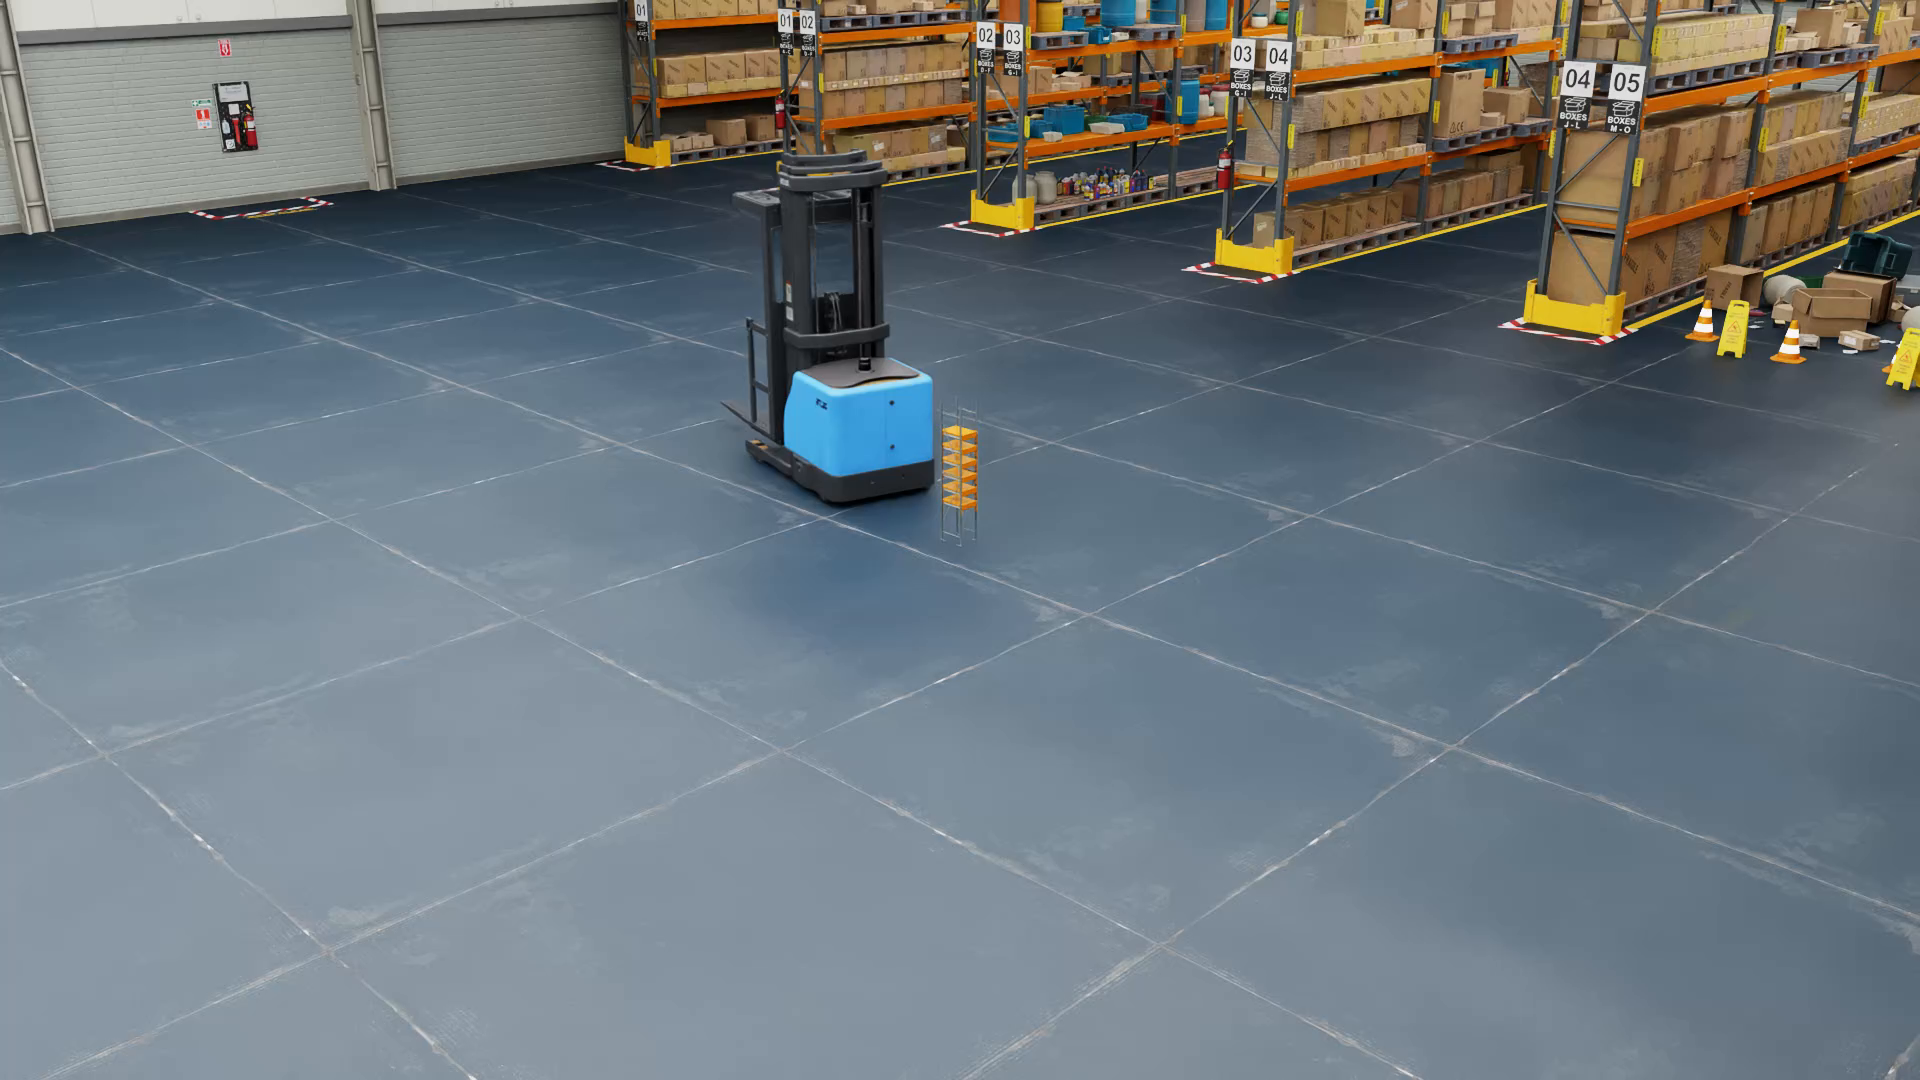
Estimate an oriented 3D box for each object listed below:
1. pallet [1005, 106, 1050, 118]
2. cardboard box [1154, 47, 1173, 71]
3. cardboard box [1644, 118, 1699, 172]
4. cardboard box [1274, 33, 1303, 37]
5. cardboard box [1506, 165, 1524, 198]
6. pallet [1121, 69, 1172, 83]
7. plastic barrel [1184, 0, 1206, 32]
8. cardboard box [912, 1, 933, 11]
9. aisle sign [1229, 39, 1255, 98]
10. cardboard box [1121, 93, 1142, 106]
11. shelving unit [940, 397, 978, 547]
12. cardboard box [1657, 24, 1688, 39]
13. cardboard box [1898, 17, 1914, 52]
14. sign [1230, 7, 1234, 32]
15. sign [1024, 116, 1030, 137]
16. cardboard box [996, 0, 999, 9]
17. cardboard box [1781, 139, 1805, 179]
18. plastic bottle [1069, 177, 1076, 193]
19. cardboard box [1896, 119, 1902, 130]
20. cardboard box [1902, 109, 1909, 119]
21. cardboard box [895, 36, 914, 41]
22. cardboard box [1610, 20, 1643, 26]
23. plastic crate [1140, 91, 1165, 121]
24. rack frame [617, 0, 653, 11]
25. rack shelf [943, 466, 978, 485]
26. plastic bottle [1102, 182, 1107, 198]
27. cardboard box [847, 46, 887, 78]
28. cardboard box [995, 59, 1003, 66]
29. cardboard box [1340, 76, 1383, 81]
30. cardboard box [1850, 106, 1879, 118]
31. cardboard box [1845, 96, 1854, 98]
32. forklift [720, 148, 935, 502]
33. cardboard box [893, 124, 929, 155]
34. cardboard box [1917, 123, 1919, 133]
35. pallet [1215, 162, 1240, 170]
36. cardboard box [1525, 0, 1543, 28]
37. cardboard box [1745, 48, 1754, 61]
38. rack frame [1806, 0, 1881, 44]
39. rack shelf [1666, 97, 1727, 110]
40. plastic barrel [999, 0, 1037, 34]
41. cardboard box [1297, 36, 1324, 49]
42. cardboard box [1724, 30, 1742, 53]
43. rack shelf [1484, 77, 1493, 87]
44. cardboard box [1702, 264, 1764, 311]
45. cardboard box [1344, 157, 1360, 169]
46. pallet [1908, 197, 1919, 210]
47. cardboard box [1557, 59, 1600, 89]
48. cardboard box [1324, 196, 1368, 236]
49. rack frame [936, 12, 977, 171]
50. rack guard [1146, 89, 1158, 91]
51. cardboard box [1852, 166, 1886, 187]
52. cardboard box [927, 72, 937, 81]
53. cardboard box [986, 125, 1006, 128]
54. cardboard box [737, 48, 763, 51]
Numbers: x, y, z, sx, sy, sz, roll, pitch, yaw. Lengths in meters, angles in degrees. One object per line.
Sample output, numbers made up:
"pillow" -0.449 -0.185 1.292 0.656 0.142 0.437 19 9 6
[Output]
"pallet" 1.467 -10.649 41.347 1.003 0.211 1.213 19 28 41
"cardboard box" 4.314 -10.702 36.874 0.700 0.500 0.500 12 24 27
"cardboard box" 8.802 -5.030 21.129 0.875 0.550 0.550 19 28 41
"cardboard box" 4.733 -7.235 24.052 0.380 0.149 0.250 19 28 41
"cardboard box" 9.354 -6.281 28.969 0.700 0.500 0.500 17 27 38
"pallet" 4.066 -10.312 36.852 1.003 0.211 1.213 19 28 41
"plastic barrel" 4.124 -9.619 29.901 0.600 0.901 0.600 0 21 0
"cardboard box" -0.724 -10.038 31.260 0.380 0.149 0.250 19 28 41
"aisle sign" 3.968 -6.636 23.398 0.394 0.787 0.004 19 28 41
"cardboard box" 3.943 -9.868 37.254 0.500 0.250 0.500 19 28 40
"shelving unit" -0.010 -0.556 13.711 0.258 1.200 0.189 19 28 41
"cardboard box" 8.524 -6.130 20.038 0.380 0.149 0.250 19 28 40
"cardboard box" 14.568 -7.940 26.093 0.500 0.500 0.500 19 28 41
"sign" 3.843 -7.321 23.388 0.100 0.325 0.005 19 28 41
"sign" 1.069 -6.594 26.525 0.100 0.325 0.005 19 28 41
"cardboard box" 0.740 -10.696 33.027 0.500 0.250 0.500 16 26 36
"cardboard box" 11.762 -5.497 23.918 0.500 0.500 0.500 19 28 40
"plastic bottle" 1.937 -6.213 29.103 0.152 0.276 0.135 18 28 39
"cardboard box" 15.225 -6.840 27.317 0.380 0.149 0.250 18 27 38
"cardboard box" 15.399 -7.044 27.433 0.380 0.149 0.250 18 27 39
"cardboard box" -1.273 -11.512 38.049 0.380 0.149 0.250 14 25 32
"cardboard box" 8.235 -6.362 20.641 0.250 0.149 0.380 -20 28 -41
"plastic crate" 3.587 -7.862 30.122 0.402 0.464 0.583 19 28 41
"rack frame" -6.420 -11.883 32.310 1.000 3.000 0.127 19 28 41
"rack shelf" -0.010 -0.515 13.727 0.258 0.103 0.180 19 28 41
"plastic bottle" 2.475 -6.037 28.652 0.097 0.271 0.097 0 21 0
"cardboard box" -1.783 -8.893 30.945 0.700 0.500 0.500 19 28 41
"cardboard box" 0.807 -11.521 40.052 0.250 0.149 0.380 -19 28 -40
"cardboard box" 6.173 -6.863 25.664 0.500 0.500 0.500 19 28 41
"cardboard box" 14.297 -6.779 26.329 0.380 0.149 0.250 18 27 38
"cardboard box" 14.752 -7.283 27.640 0.380 0.149 0.250 19 28 40
"forklift" -1.405 -2.180 15.523 1.130 2.935 3.031 -12 24 -28
"cardboard box" -0.948 -7.706 32.006 0.500 0.500 0.500 19 28 41
"cardboard box" 16.513 -7.055 28.460 0.250 0.149 0.380 -19 28 -40
"pallet" 5.690 -7.169 32.293 1.003 0.211 1.213 19 28 41
"cardboard box" 9.304 -8.781 27.583 0.500 0.500 0.500 19 28 41
"cardboard box" 10.120 -6.345 21.707 0.250 0.149 0.380 -20 28 -41
"rack frame" 13.291 -8.953 24.687 1.000 3.000 0.127 19 28 41
"rack shelf" 13.993 -8.627 33.202 1.077 0.370 4.000 19 28 41
"plastic barrel" 0.926 -8.557 26.653 0.600 0.830 0.708 19 28 41
"cardboard box" 4.922 -7.031 23.521 0.380 0.149 0.250 19 28 40
"cardboard box" 9.637 -6.387 21.263 0.500 0.250 0.500 19 28 40
"rack shelf" 10.444 -9.866 36.428 1.077 0.370 4.000 19 28 41
"cardboard box" 10.152 -3.303 21.830 0.500 0.500 0.500 -14 25 -33
"cardboard box" 5.712 -5.621 24.731 0.380 0.149 0.250 19 28 41
"pallet" 16.524 -6.061 29.411 1.003 0.211 1.213 19 28 41
"cardboard box" 11.249 -8.460 30.228 0.637 0.503 0.797 -19 28 -40
"cardboard box" 5.938 -5.000 25.663 0.500 0.500 0.500 16 26 36
"rack frame" -0.078 -8.872 32.839 1.000 3.000 0.127 19 28 41
"rack guard" 4.758 -12.035 44.552 1.175 0.500 0.348 19 28 41
"cardboard box" 14.653 -5.903 26.967 0.500 0.250 0.500 20 28 41
"cardboard box" -0.652 -8.899 31.866 0.380 0.149 0.250 19 28 41
"cardboard box" 0.742 -8.218 33.602 0.500 0.311 0.500 19 28 40
"cardboard box" -4.471 -10.200 35.429 0.500 0.500 0.500 19 28 40
